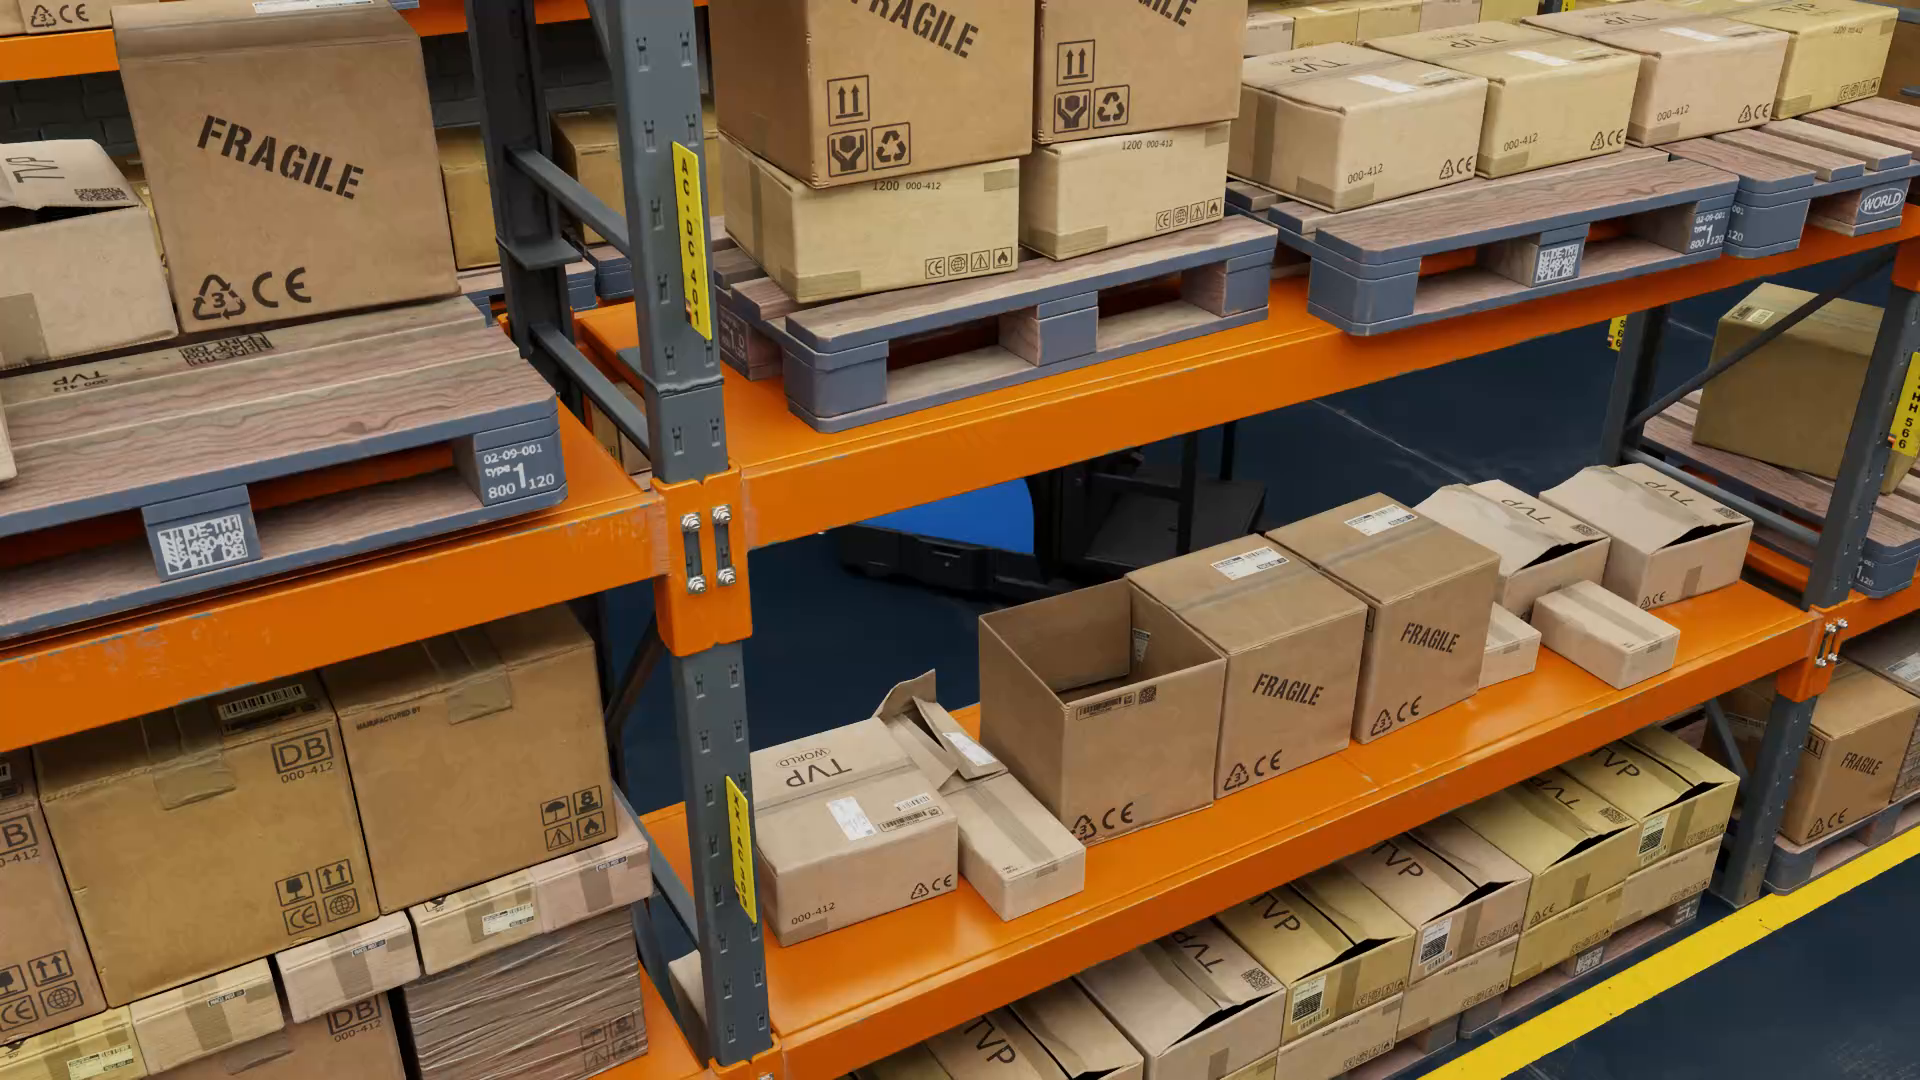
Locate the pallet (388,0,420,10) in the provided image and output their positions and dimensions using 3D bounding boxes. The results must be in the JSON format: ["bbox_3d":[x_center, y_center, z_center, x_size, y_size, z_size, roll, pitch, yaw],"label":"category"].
[{"bbox_3d":[-2.667,-2.566,7.386,1.003,0.211,1.213,-16,33,-26],"label":"pallet"}]

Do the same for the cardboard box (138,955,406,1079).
[{"bbox_3d":[-1.572,1.033,3.669,0.500,0.500,0.700,-16,33,-27],"label":"cardboard box"}]

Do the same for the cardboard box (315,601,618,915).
[{"bbox_3d":[-1.120,0.334,3.595,0.500,0.500,0.700,-16,33,-26],"label":"cardboard box"}]

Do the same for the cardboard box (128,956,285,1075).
[{"bbox_3d":[-1.531,0.852,3.327,0.250,0.149,0.380,-16,33,-26],"label":"cardboard box"}]

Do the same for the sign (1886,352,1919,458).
[{"bbox_3d":[2.992,-0.421,5.211,0.005,0.325,0.100,-16,33,-26],"label":"sign"}]

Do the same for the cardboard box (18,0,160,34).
[{"bbox_3d":[-3.566,-2.367,6.706,0.500,0.500,0.500,-15,32,-25],"label":"cardboard box"}]

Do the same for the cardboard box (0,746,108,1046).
[{"bbox_3d":[-1.987,0.580,3.148,0.500,0.500,0.700,-16,33,-26],"label":"cardboard box"}]

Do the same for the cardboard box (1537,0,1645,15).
[{"bbox_3d":[4.120,-3.444,11.576,0.700,0.700,0.980,-15,32,-26],"label":"cardboard box"}]

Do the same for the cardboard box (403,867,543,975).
[{"bbox_3d":[-1.081,0.722,3.563,0.250,0.149,0.380,-17,33,-27],"label":"cardboard box"}]

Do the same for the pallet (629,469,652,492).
[{"bbox_3d":[-1.530,-0.499,9.436,1.213,0.211,1.003,-16,33,-26],"label":"pallet"}]

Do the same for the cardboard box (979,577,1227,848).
[{"bbox_3d":[0.384,0.480,4.672,0.500,0.500,0.500,-13,32,-23],"label":"cardboard box"}]

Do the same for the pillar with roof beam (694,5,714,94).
[{"bbox_3d":[0.817,-3.083,5.023,0.400,9.000,9.100,-16,33,-26],"label":"pillar with roof beam"}]

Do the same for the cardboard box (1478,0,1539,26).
[{"bbox_3d":[3.371,-3.477,10.738,0.500,0.250,0.500,-15,32,-25],"label":"cardboard box"}]

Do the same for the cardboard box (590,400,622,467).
[{"bbox_3d":[-2.207,-0.661,8.975,0.500,0.500,0.700,-17,33,-27],"label":"cardboard box"}]

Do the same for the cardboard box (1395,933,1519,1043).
[{"bbox_3d":[1.500,1.355,5.602,0.500,0.250,0.500,-15,32,-25],"label":"cardboard box"}]

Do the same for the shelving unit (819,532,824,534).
[{"bbox_3d":[-0.579,-0.659,8.702,0.258,1.200,0.503,10,30,17],"label":"shelving unit"}]

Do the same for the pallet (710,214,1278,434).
[{"bbox_3d":[0.013,-0.617,3.856,1.217,0.209,0.805,-17,33,-28],"label":"pallet"}]

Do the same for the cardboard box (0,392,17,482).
[{"bbox_3d":[-1.642,-0.205,2.593,0.250,0.149,0.380,-16,33,-26],"label":"cardboard box"}]

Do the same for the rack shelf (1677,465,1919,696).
[{"bbox_3d":[4.432,-0.320,6.969,4.000,0.370,1.077,-16,33,-26],"label":"rack shelf"}]

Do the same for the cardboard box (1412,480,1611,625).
[{"bbox_3d":[1.839,0.032,5.679,0.500,0.311,0.500,-16,33,-27],"label":"cardboard box"}]

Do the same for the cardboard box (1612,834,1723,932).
[{"bbox_3d":[2.378,1.105,6.054,0.500,0.250,0.500,-15,32,-25],"label":"cardboard box"}]

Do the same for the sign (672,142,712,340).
[{"bbox_3d":[-0.458,-0.509,2.847,0.005,0.325,0.100,-16,33,-26],"label":"sign"}]

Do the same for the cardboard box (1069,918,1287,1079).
[{"bbox_3d":[0.622,1.364,5.005,0.500,0.311,0.500,-17,33,-28],"label":"cardboard box"}]

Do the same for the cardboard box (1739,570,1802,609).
[{"bbox_3d":[3.442,0.086,6.845,0.500,0.250,0.500,-15,32,-24],"label":"cardboard box"}]

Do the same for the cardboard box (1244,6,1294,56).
[{"bbox_3d":[1.609,-2.978,9.834,0.500,0.250,0.500,-16,33,-26],"label":"cardboard box"}]

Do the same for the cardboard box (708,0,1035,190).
[{"bbox_3d":[-0.189,-1.060,3.407,0.500,0.500,0.500,-15,32,-26],"label":"cardboard box"}]

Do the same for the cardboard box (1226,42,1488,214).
[{"bbox_3d":[0.939,-1.040,4.146,0.500,0.250,0.500,-19,34,-30],"label":"cardboard box"}]

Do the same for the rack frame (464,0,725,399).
[{"bbox_3d":[-0.741,-1.792,2.684,0.127,3.000,1.000,-16,33,-26],"label":"rack frame"}]

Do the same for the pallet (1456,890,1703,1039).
[{"bbox_3d":[1.978,1.261,6.246,1.213,0.211,1.003,-16,33,-26],"label":"pallet"}]

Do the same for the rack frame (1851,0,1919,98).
[{"bbox_3d":[2.708,-2.772,4.459,0.127,3.000,1.000,-16,33,-26],"label":"rack frame"}]

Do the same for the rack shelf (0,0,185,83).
[{"bbox_3d":[-4.978,-1.737,6.434,4.000,0.370,1.077,-16,33,-26],"label":"rack shelf"}]

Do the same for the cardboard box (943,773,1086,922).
[{"bbox_3d":[0.127,0.812,4.433,0.250,0.149,0.380,-16,33,-26],"label":"cardboard box"}]

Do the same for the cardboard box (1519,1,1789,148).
[{"bbox_3d":[1.902,-1.306,4.628,0.500,0.250,0.500,-15,32,-25],"label":"cardboard box"}]

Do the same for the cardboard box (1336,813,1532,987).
[{"bbox_3d":[1.500,1.113,5.460,0.500,0.311,0.500,-16,33,-27],"label":"cardboard box"}]

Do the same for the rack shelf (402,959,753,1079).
[{"bbox_3d":[-2.465,1.639,3.421,4.000,0.370,1.077,-16,33,-26],"label":"rack shelf"}]

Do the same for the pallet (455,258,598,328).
[{"bbox_3d":[-2.521,-1.271,8.147,1.213,0.211,1.003,-16,33,-26],"label":"pallet"}]

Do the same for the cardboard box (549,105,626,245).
[{"bbox_3d":[-1.760,-1.883,8.499,0.500,0.500,0.700,-11,31,-20],"label":"cardboard box"}]

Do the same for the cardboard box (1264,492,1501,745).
[{"bbox_3d":[1.269,0.229,5.127,0.500,0.500,0.500,-18,34,-29],"label":"cardboard box"}]

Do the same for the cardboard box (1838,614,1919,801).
[{"bbox_3d":[3.694,0.634,6.629,0.500,0.500,0.500,-17,33,-28],"label":"cardboard box"}]

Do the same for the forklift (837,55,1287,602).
[{"bbox_3d":[0.952,-1.100,7.709,3.031,2.935,1.130,10,30,17],"label":"forklift"}]

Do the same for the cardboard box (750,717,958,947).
[{"bbox_3d":[-0.338,0.761,4.422,0.500,0.250,0.500,-14,32,-23],"label":"cardboard box"}]

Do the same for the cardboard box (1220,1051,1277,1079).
[{"bbox_3d":[0.619,1.606,5.146,0.500,0.250,0.500,-17,33,-28],"label":"cardboard box"}]

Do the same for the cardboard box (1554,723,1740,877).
[{"bbox_3d":[2.381,0.860,5.917,0.500,0.311,0.500,-15,32,-25],"label":"cardboard box"}]

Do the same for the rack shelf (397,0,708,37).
[{"bbox_3d":[-1.529,-2.716,8.208,4.000,0.370,1.077,-16,33,-26],"label":"rack shelf"}]

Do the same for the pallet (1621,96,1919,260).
[{"bbox_3d":[2.168,-1.172,4.861,1.003,0.211,1.213,-14,32,-24],"label":"pallet"}]

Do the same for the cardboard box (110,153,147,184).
[{"bbox_3d":[-3.765,-1.472,7.671,0.500,0.500,0.500,-17,33,-27],"label":"cardboard box"}]

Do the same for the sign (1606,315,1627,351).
[{"bbox_3d":[2.425,-0.841,6.053,0.005,0.325,0.100,-16,33,-26],"label":"sign"}]

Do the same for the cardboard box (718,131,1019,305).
[{"bbox_3d":[-0.205,-0.744,3.610,0.500,0.250,0.500,-12,31,-21],"label":"cardboard box"}]

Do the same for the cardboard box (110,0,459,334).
[{"bbox_3d":[-1.309,-0.755,3.225,0.500,0.500,0.500,-13,31,-22],"label":"cardboard box"}]

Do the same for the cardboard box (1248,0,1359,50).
[{"bbox_3d":[2.046,-3.106,10.065,0.500,0.250,0.500,-17,33,-27],"label":"cardboard box"}]

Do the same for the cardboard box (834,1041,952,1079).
[{"bbox_3d":[-0.258,1.611,4.557,0.500,0.311,0.500,-16,33,-26],"label":"cardboard box"}]
